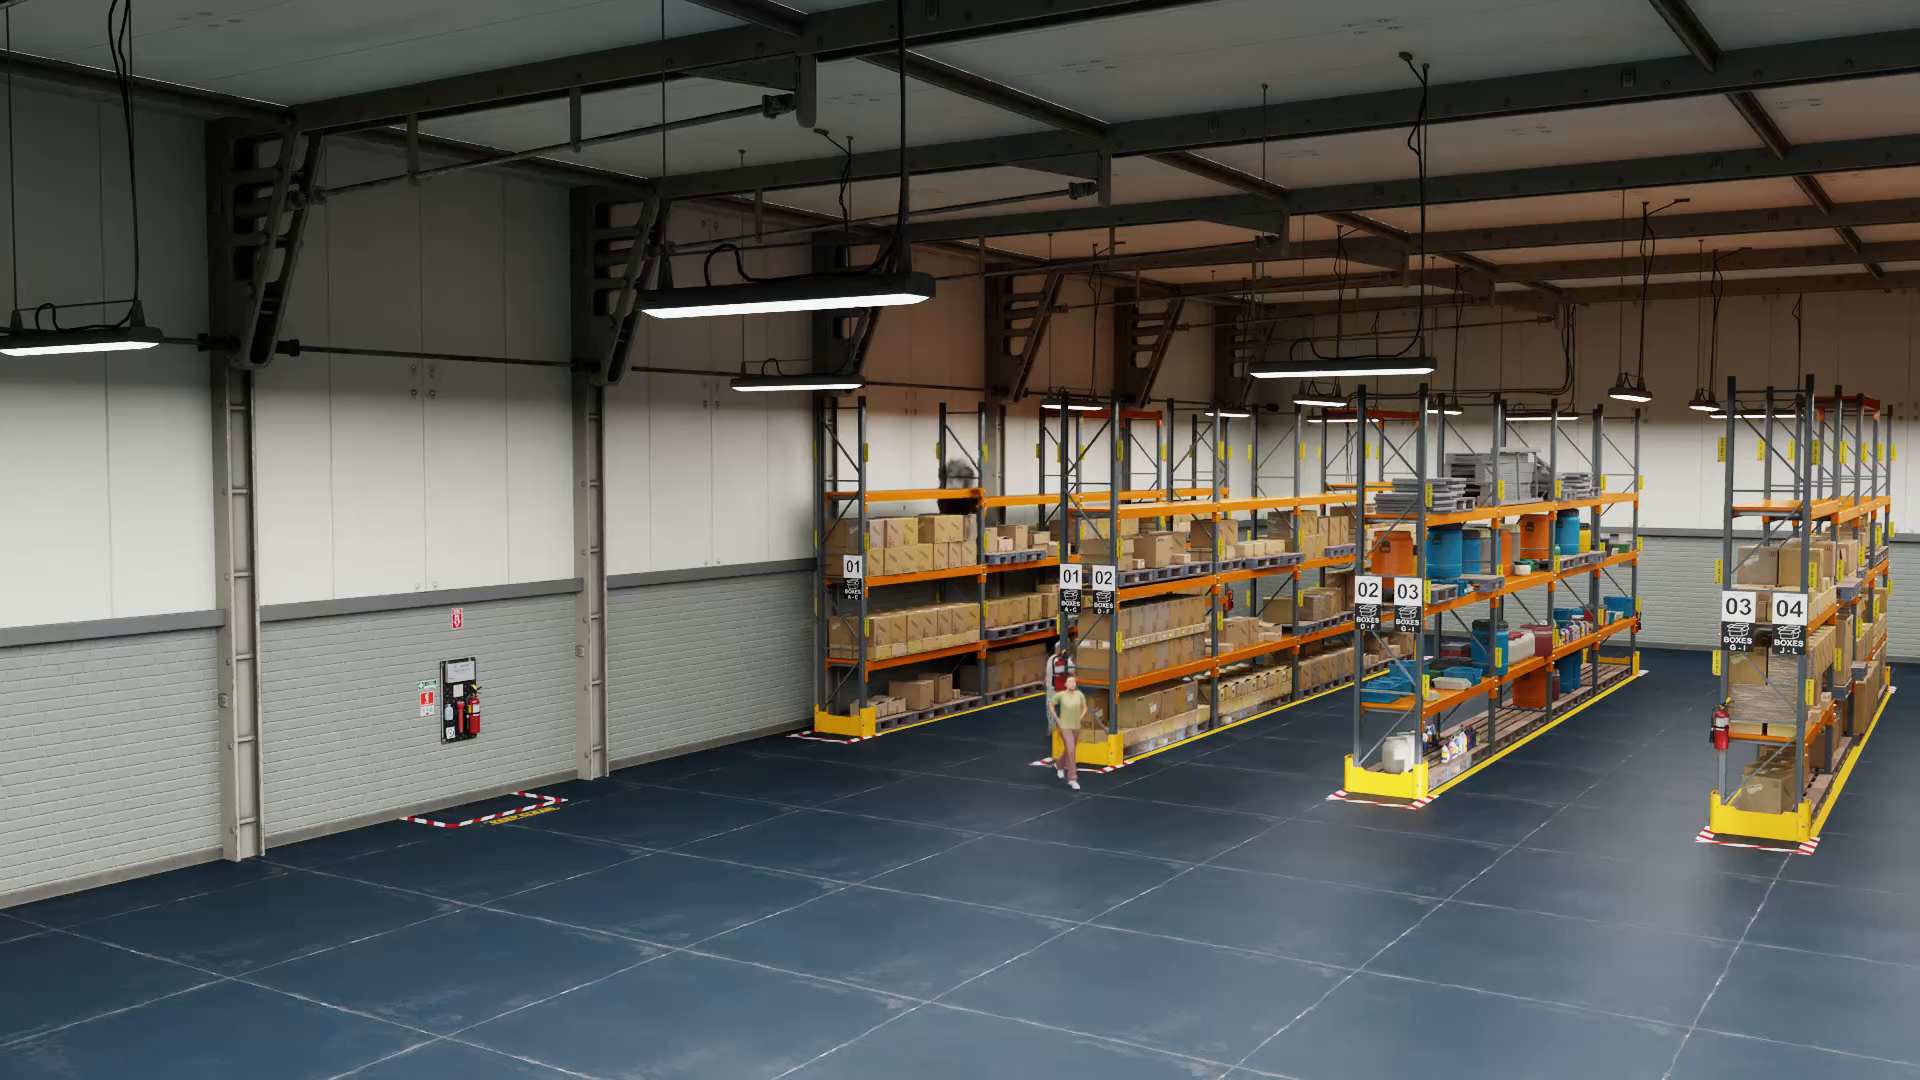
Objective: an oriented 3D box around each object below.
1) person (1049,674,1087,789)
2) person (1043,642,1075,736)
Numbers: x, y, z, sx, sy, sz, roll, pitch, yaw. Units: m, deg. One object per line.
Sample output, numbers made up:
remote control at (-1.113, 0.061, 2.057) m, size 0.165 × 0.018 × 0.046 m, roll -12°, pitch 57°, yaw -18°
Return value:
person at (1.644, 2.835, 24.972) m, size 0.574 × 1.674 × 0.885 m, roll -1°, pitch 3°, yaw -22°
person at (1.751, 2.631, 29.568) m, size 0.620 × 1.634 × 0.823 m, roll 1°, pitch 3°, yaw 25°
